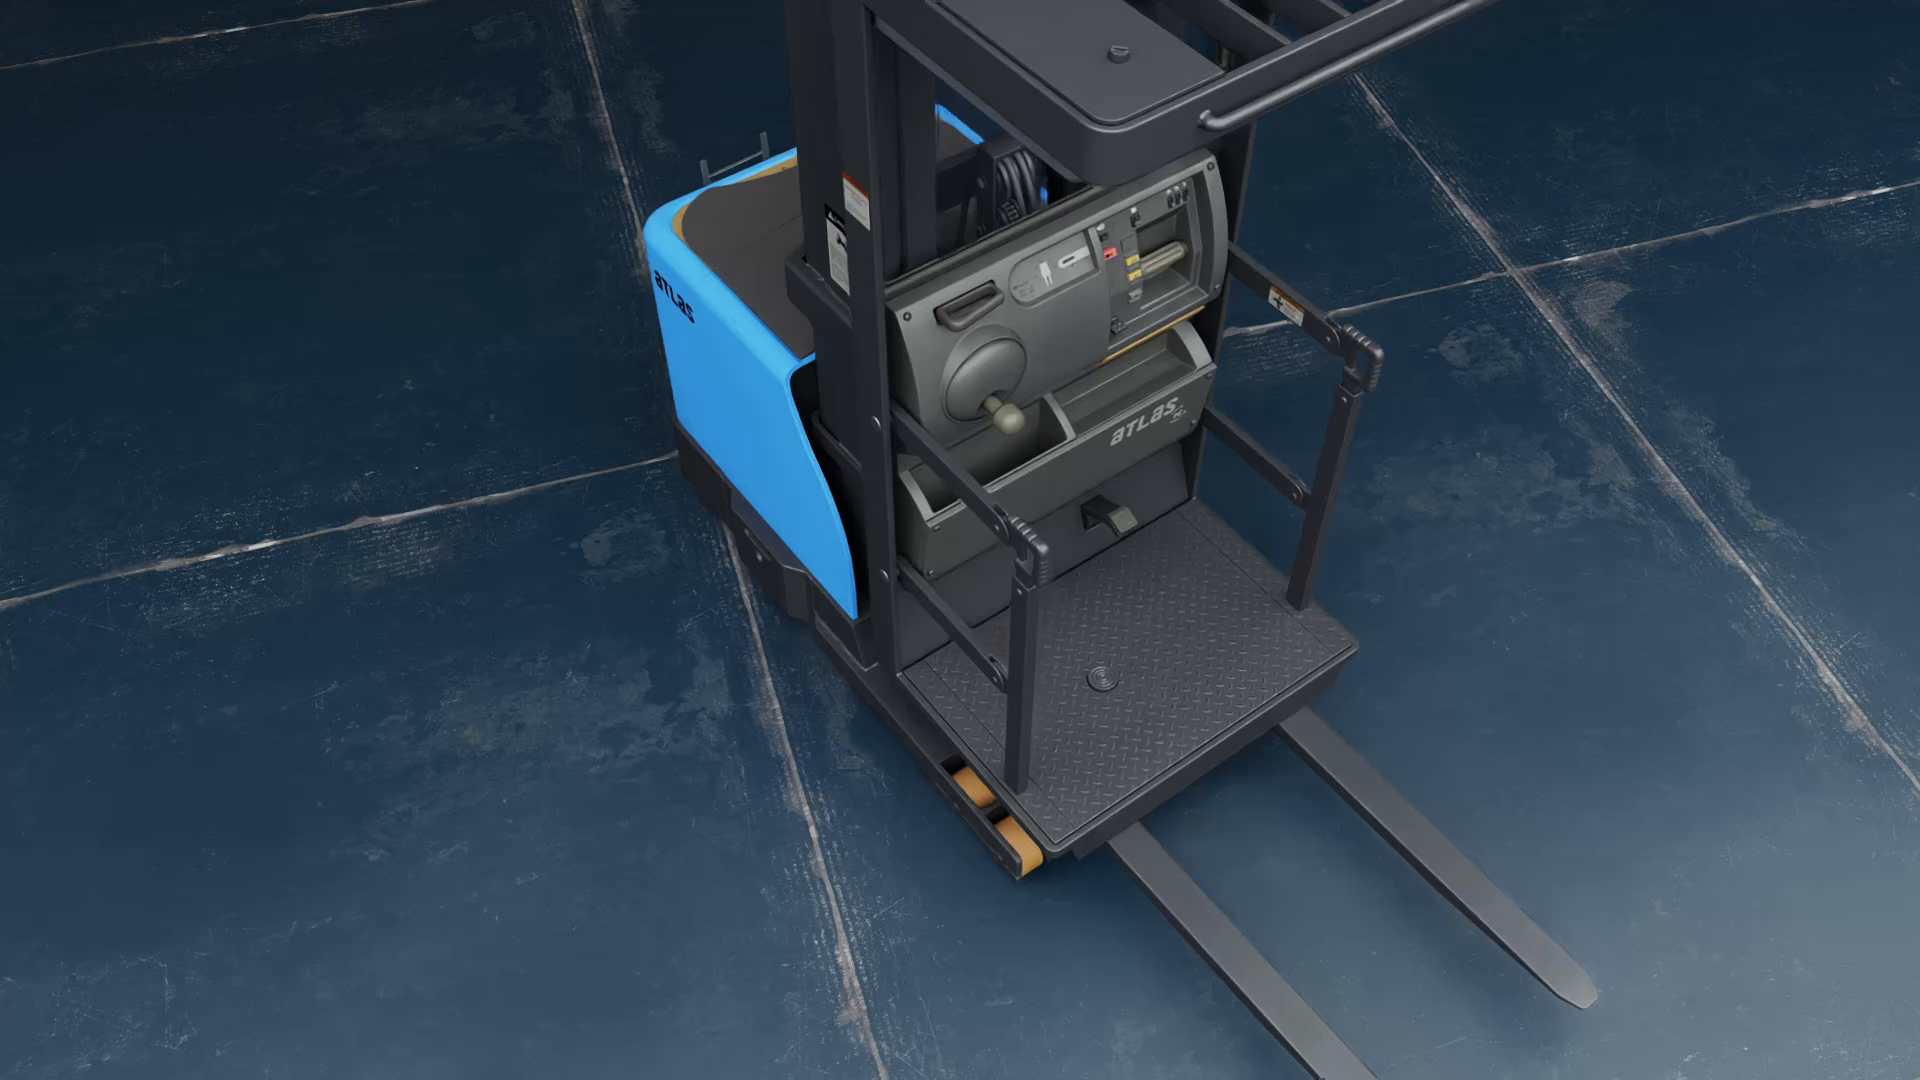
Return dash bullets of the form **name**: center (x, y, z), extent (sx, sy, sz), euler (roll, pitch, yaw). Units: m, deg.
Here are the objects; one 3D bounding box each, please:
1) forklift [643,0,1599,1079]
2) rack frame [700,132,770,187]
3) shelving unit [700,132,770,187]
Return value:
- **forklift**: center (0.382, -0.473, 3.732), extent (1.130, 2.935, 3.031), euler (-30, 56, -23)
- **rack frame**: center (-0.674, -0.896, 5.417), extent (0.240, 0.900, 0.006), euler (-31, 52, -24)
- **shelving unit**: center (-0.611, -0.840, 5.361), extent (0.258, 0.900, 0.210), euler (-31, 52, -24)
